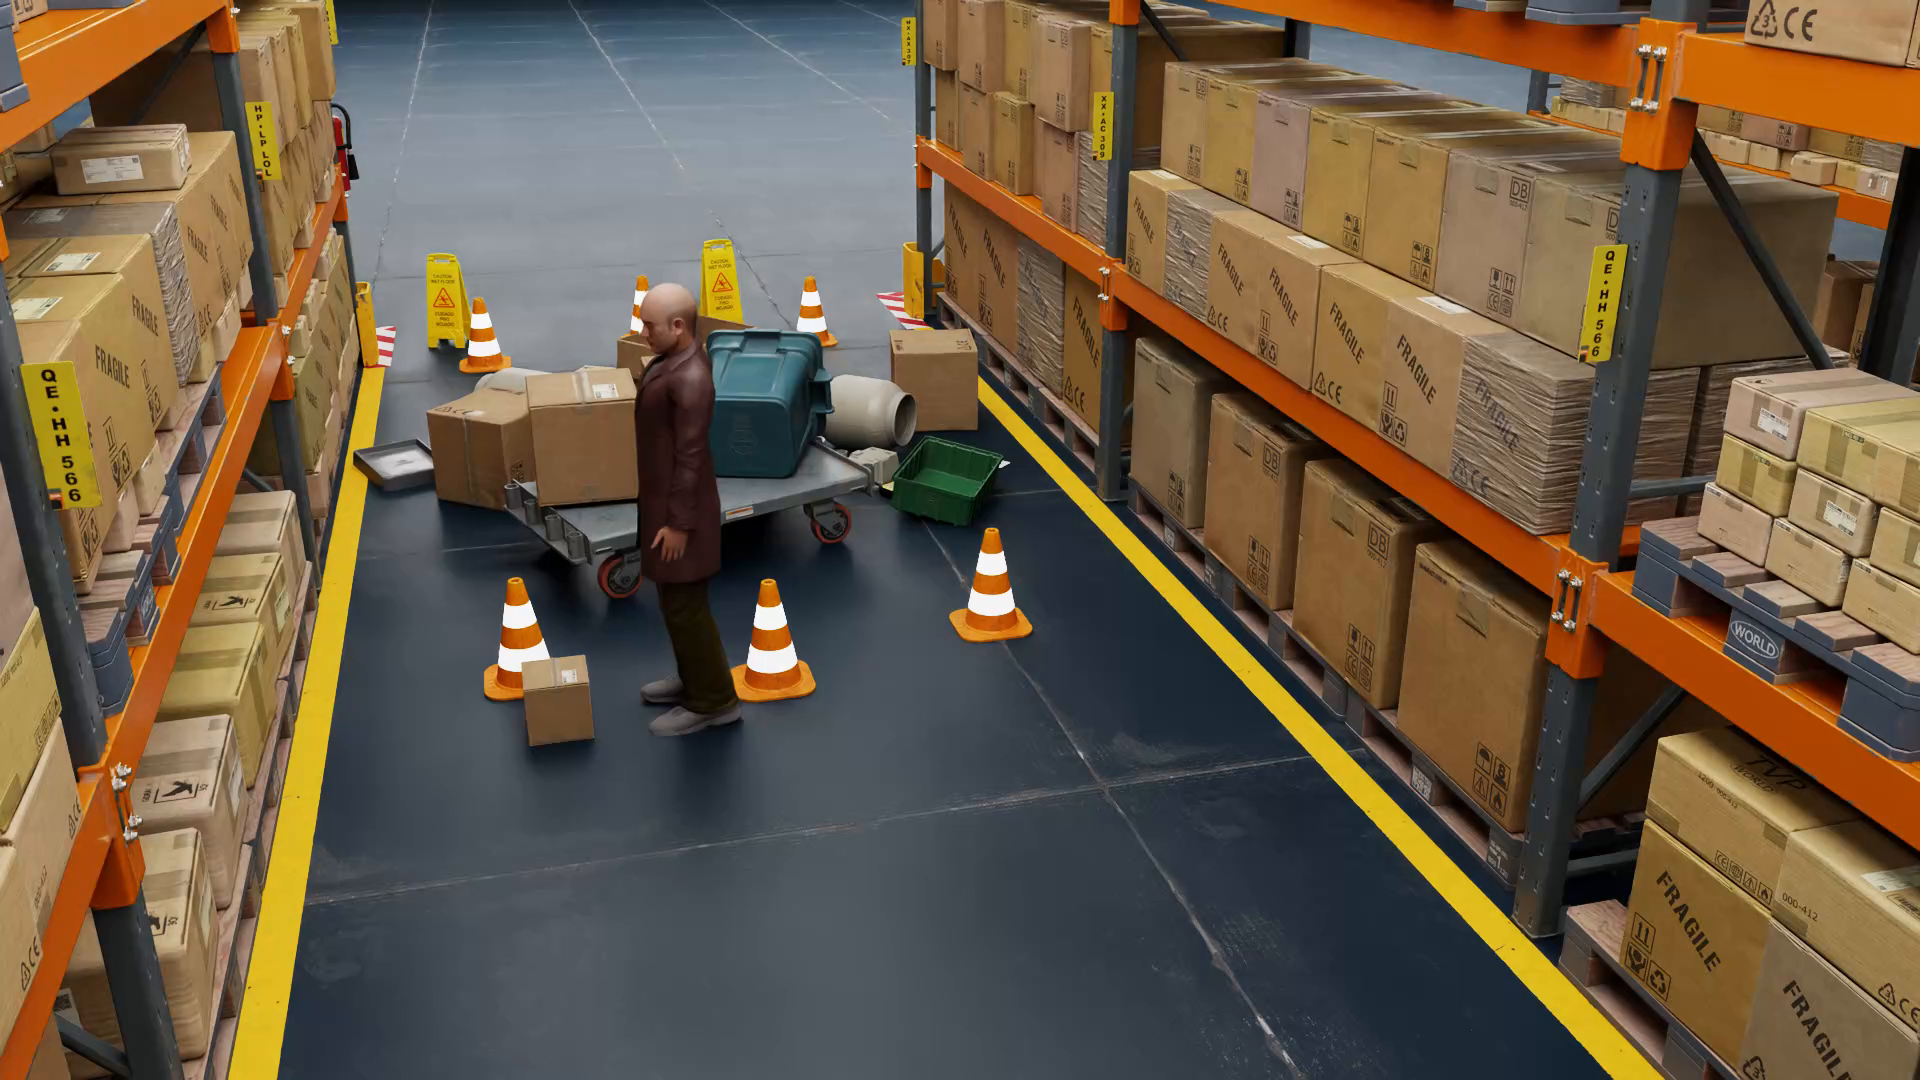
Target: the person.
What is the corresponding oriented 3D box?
[{"bbox_3d":[-1.085,-0.109,6.399,0.385,1.787,0.562,-6,23,-13],"label":"person"}]
